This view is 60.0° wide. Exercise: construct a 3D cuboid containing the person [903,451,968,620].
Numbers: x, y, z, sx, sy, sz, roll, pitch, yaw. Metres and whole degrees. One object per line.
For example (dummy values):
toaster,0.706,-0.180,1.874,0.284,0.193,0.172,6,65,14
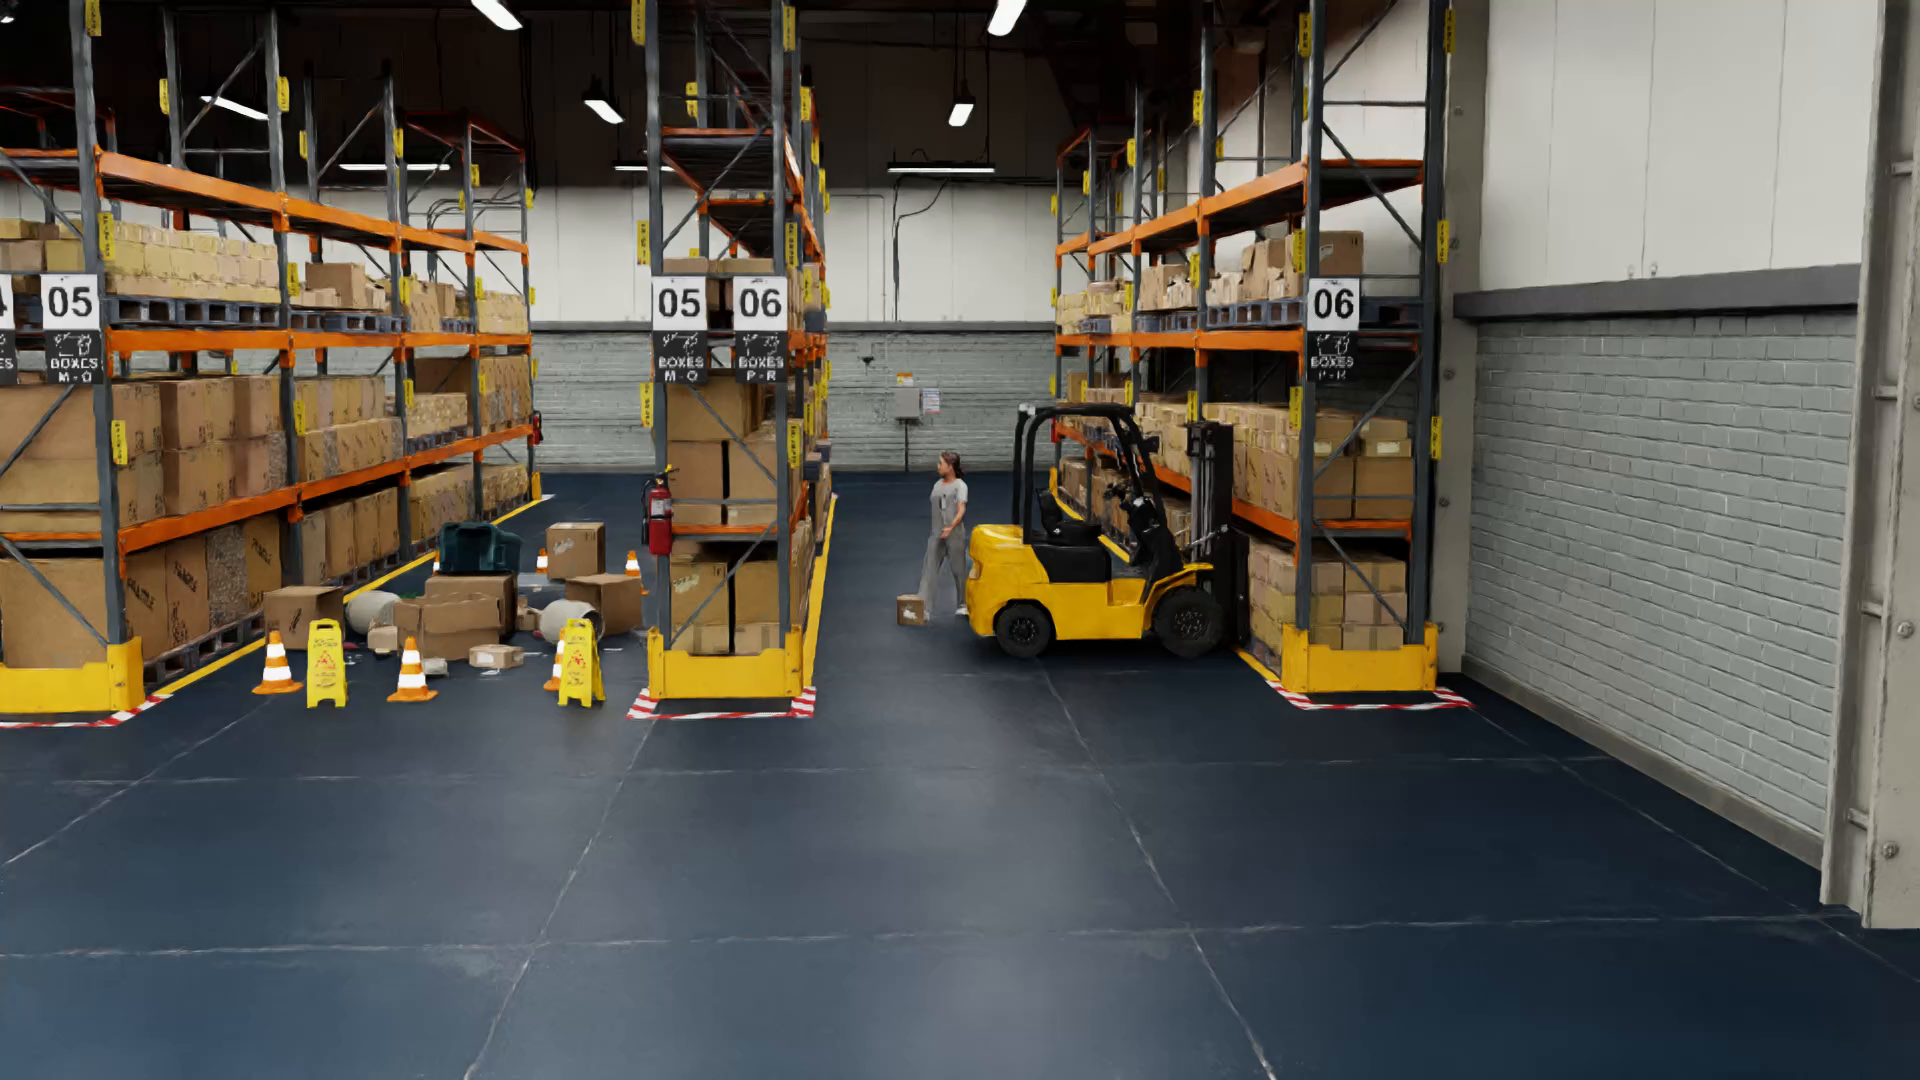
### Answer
person,-0.177,-0.045,16.140,0.490,1.620,0.931,5,9,38
